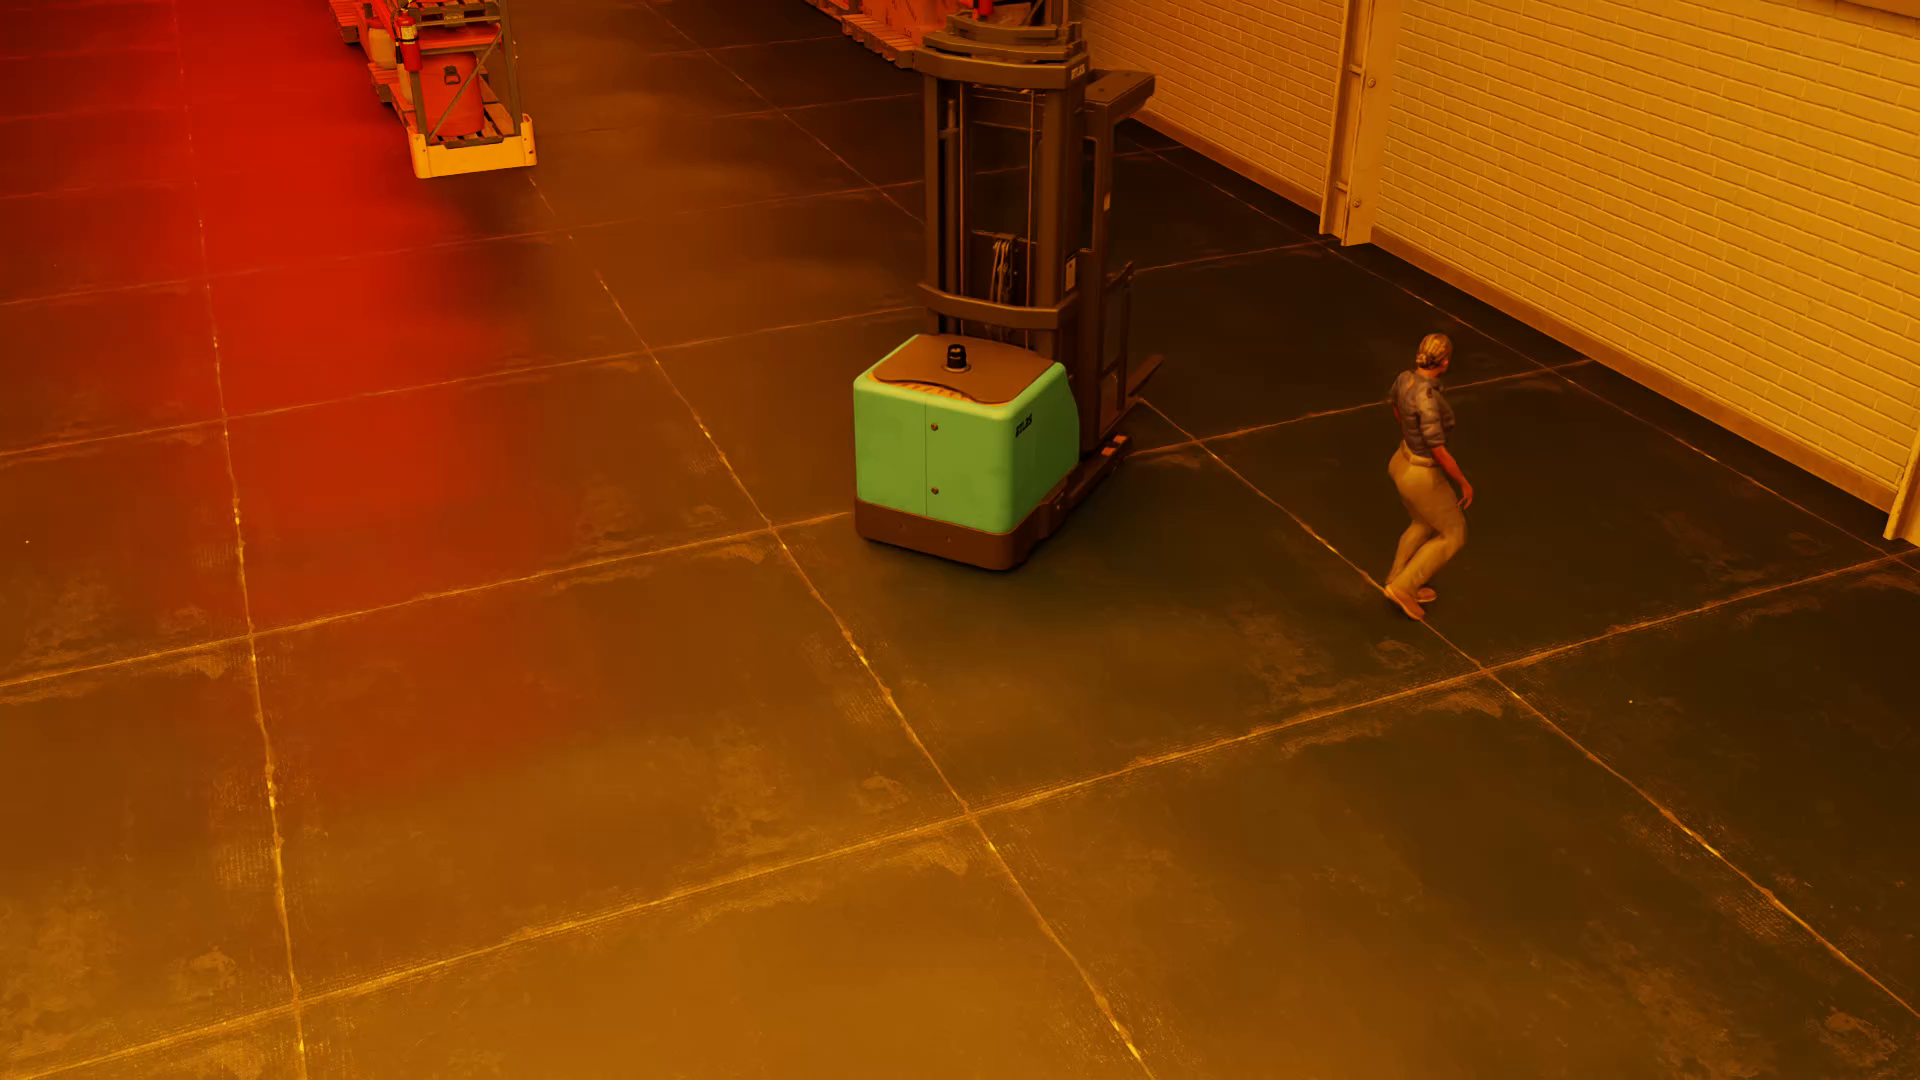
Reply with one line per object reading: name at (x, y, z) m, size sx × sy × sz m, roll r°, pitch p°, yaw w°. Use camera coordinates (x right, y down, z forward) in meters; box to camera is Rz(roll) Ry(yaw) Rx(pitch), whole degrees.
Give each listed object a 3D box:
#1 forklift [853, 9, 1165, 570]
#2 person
forklift at (0.485, -1.803, 10.273) m, size 1.130 × 2.935 × 3.031 m, roll 14°, pitch 33°, yaw 23°
person at (2.556, -0.372, 9.104) m, size 0.434 × 1.640 × 0.709 m, roll 1°, pitch 30°, yaw 2°
